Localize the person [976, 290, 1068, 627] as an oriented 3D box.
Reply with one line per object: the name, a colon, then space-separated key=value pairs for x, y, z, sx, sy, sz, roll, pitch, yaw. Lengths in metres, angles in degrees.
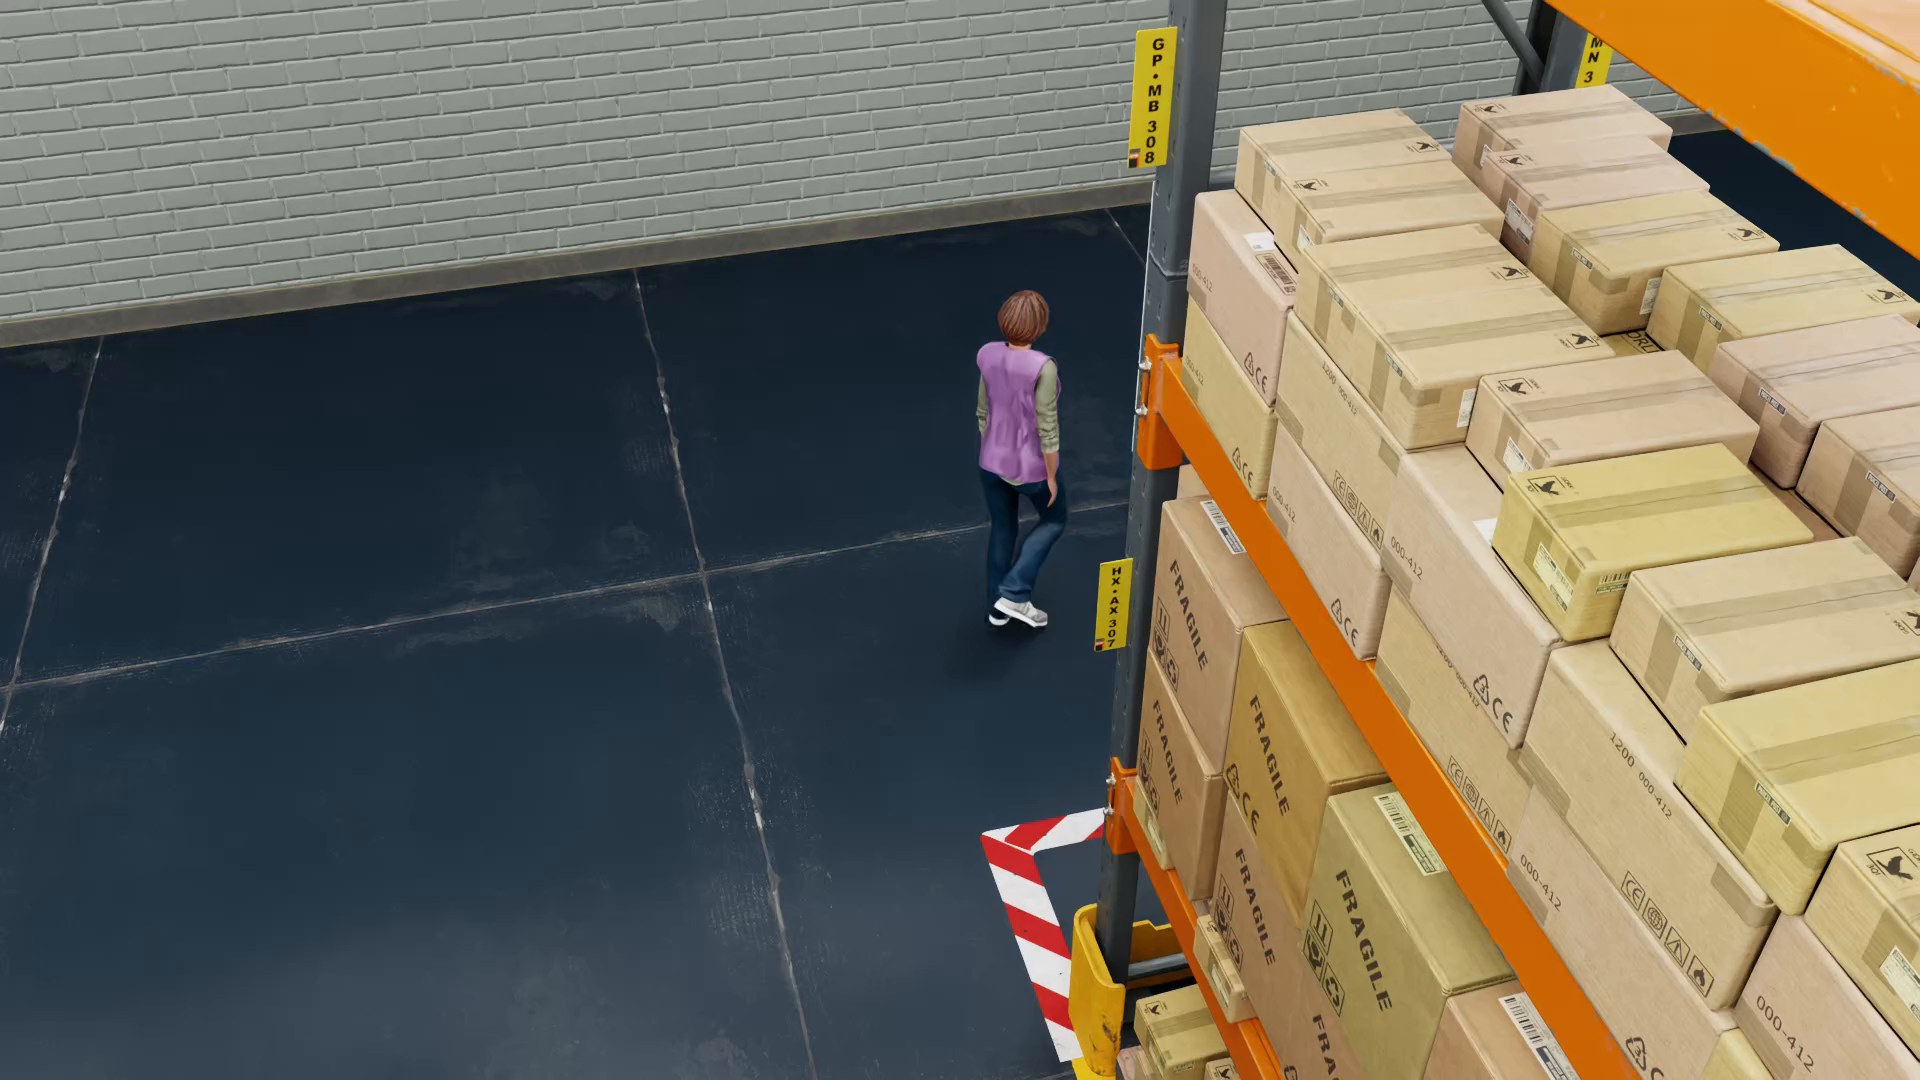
person: x=0.233 y=-0.305 z=7.081 sx=0.440 sy=1.591 sz=0.420 roll=21 pitch=43 yaw=24
